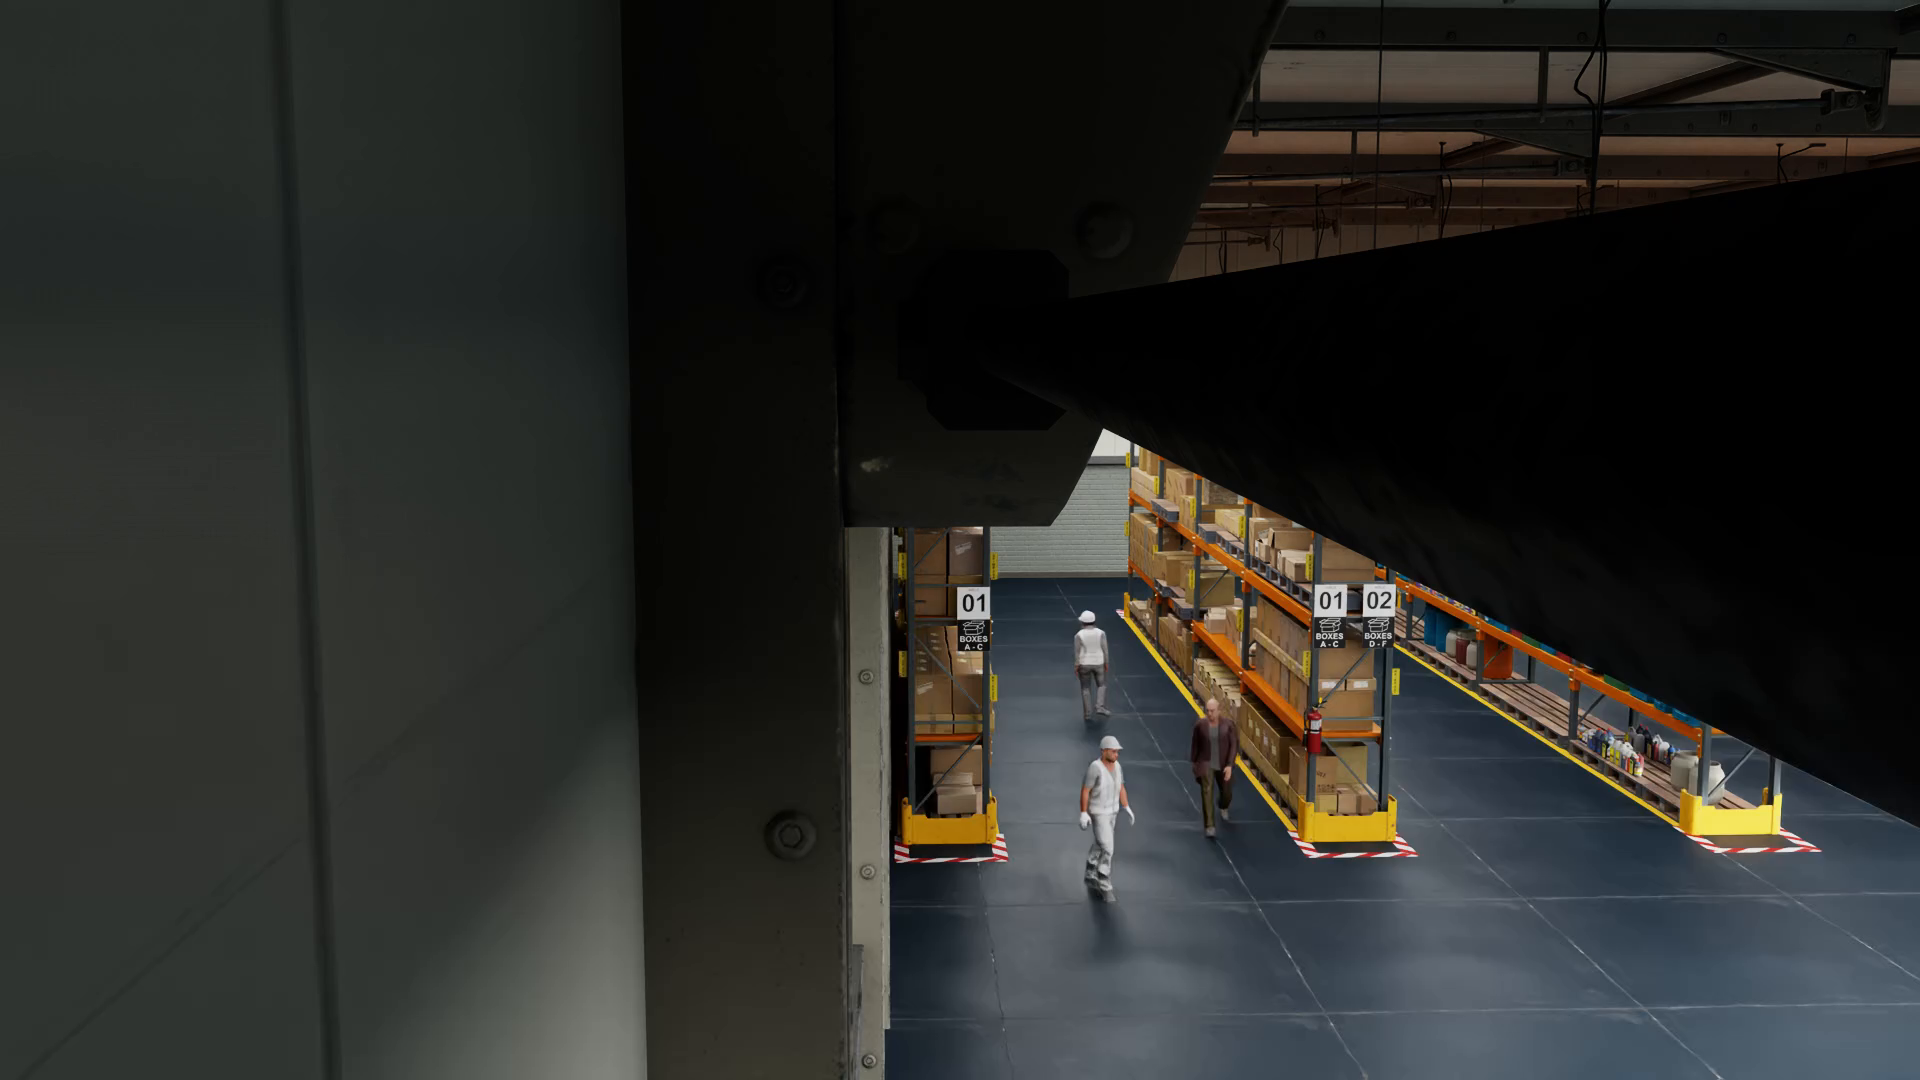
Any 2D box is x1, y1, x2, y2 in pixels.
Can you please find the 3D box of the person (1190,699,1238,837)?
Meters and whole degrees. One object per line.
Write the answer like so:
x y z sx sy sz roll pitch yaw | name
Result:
3.211 2.826 21.010 0.588 1.655 1.184 1 7 7 | person

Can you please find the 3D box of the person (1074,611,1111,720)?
2.135 2.024 26.845 0.591 1.771 0.505 -1 7 -4 | person

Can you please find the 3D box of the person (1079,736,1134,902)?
1.606 3.101 18.602 0.610 1.853 0.579 6 10 40 | person

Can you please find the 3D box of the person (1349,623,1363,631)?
7.818 1.271 32.678 0.601 1.768 0.529 -4 8 -30 | person
